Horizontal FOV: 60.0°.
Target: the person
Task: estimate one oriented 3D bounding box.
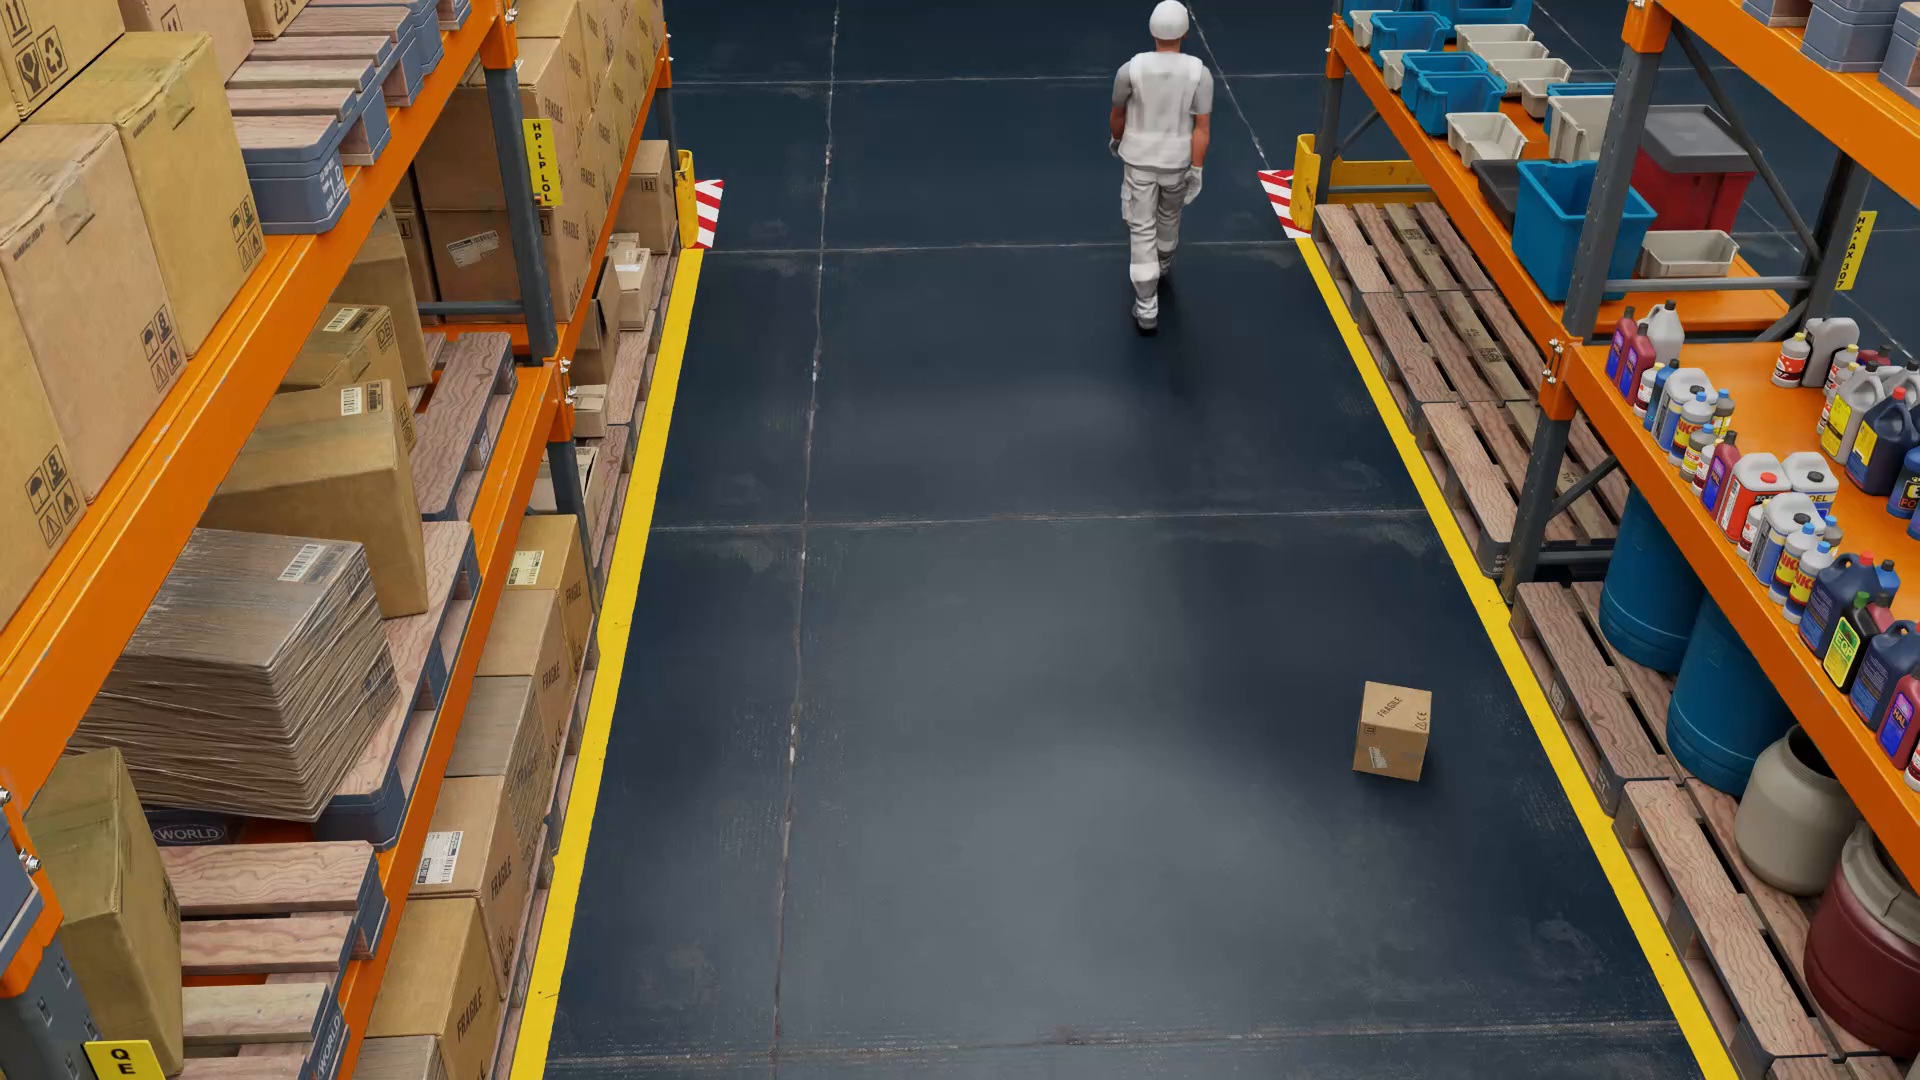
[{"bbox_3d":[1.076,-2.151,9.172,0.528,1.736,0.971,0,35,0],"label":"person"}]
